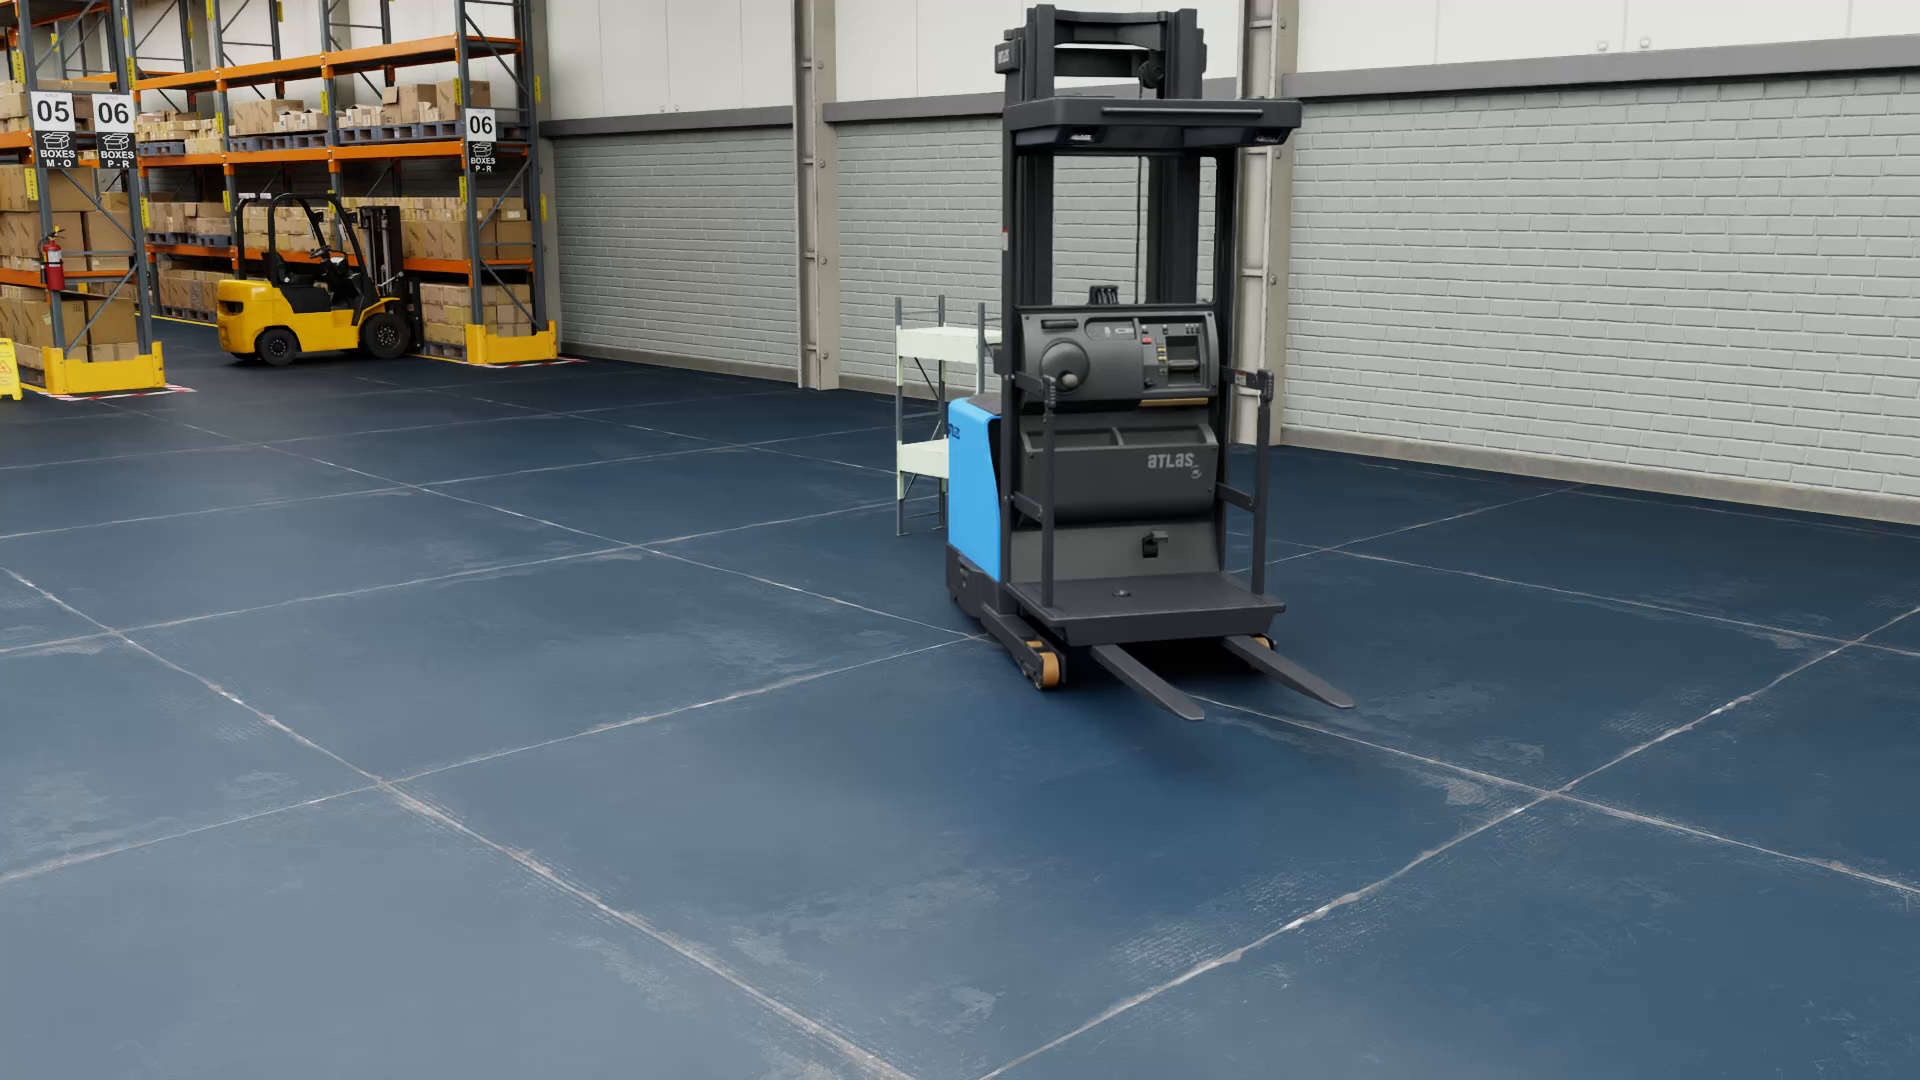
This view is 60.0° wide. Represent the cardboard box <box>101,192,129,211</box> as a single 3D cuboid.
[{"bbox_3d":[-15.794,-6.289,31.281,0.500,0.500,0.500,-10,16,-41],"label":"cardboard box"}]

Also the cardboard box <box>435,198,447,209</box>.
[{"bbox_3d":[-6.692,-4.439,21.929,0.380,0.149,0.250,-10,16,-41],"label":"cardboard box"}]

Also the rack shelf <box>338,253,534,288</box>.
[{"bbox_3d":[-7.280,-3.777,23.092,1.077,0.370,4.000,-11,16,-43],"label":"rack shelf"}]

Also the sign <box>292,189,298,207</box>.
[{"bbox_3d":[-11.025,-5.650,27.531,0.100,0.325,0.005,-11,16,-43],"label":"sign"}]

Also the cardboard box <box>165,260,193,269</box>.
[{"bbox_3d":[-13.917,-4.913,29.632,0.250,0.149,0.380,11,16,42],"label":"cardboard box"}]

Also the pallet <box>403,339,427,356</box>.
[{"bbox_3d":[-7.296,-2.755,23.262,1.003,0.211,1.213,-11,16,-43],"label":"pallet"}]

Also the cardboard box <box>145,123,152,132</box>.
[{"bbox_3d":[-13.917,-7.158,28.886,0.380,0.149,0.250,-11,16,-44],"label":"cardboard box"}]

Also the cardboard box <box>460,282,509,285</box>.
[{"bbox_3d":[-6.442,-3.355,22.557,0.500,0.250,0.500,-11,16,-42],"label":"cardboard box"}]

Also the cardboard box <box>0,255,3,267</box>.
[{"bbox_3d":[-11.192,-3.294,19.590,0.380,0.149,0.250,-11,16,-43],"label":"cardboard box"}]

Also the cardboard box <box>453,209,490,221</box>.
[{"bbox_3d":[-6.341,-4.215,21.584,0.380,0.149,0.250,-11,16,-42],"label":"cardboard box"}]

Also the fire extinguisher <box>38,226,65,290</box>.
[{"bbox_3d":[-9.741,-3.026,17.858,0.296,0.674,0.183,-11,16,-43],"label":"fire extinguisher"}]

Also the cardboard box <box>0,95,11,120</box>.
[{"bbox_3d":[-10.372,-4.799,18.472,0.500,0.250,0.500,-11,16,-43],"label":"cardboard box"}]

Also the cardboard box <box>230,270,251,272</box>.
[{"bbox_3d":[-12.490,-4.605,28.875,0.380,0.149,0.250,-11,16,-42],"label":"cardboard box"}]

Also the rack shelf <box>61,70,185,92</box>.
[{"bbox_3d":[-15.567,-8.465,30.988,1.077,0.370,4.000,-11,16,-43],"label":"rack shelf"}]

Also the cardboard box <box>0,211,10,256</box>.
[{"bbox_3d":[-10.746,-3.528,19.116,0.500,0.500,0.500,-11,16,-43],"label":"cardboard box"}]

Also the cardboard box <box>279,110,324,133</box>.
[{"bbox_3d":[-9.868,-6.285,24.982,0.500,0.311,0.500,11,16,43],"label":"cardboard box"}]

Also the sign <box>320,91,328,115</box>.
[{"bbox_3d":[-9.047,-6.220,23.676,0.100,0.325,0.005,-11,16,-43],"label":"sign"}]

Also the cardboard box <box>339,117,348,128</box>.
[{"bbox_3d":[-8.571,-5.914,23.584,0.380,0.149,0.250,-10,16,-41],"label":"cardboard box"}]

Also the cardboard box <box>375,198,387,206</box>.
[{"bbox_3d":[-7.925,-4.698,23.188,0.380,0.149,0.250,-11,16,-43],"label":"cardboard box"}]

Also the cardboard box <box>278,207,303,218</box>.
[{"bbox_3d":[-10.201,-5.017,25.473,0.250,0.149,0.380,11,16,44],"label":"cardboard box"}]

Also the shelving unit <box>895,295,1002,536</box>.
[{"bbox_3d":[0.005,-0.734,10.255,0.431,1.500,0.755,-11,16,-43],"label":"shelving unit"}]

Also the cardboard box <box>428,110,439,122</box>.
[{"bbox_3d":[-6.691,-5.517,21.655,0.250,0.149,0.380,11,16,44],"label":"cardboard box"}]

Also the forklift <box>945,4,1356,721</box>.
[{"bbox_3d":[0.788,-0.869,7.368,1.130,2.935,3.031,-3,12,-14],"label":"forklift"}]

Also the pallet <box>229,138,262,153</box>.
[{"bbox_3d":[-10.891,-6.295,26.566,1.213,0.211,1.003,-10,15,-40],"label":"pallet"}]

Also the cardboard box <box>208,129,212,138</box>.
[{"bbox_3d":[-12.171,-6.696,27.431,0.380,0.149,0.250,-10,16,-41],"label":"cardboard box"}]

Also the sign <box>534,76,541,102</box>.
[{"bbox_3d":[-5.494,-5.850,21.575,0.100,0.325,0.005,-11,16,-43],"label":"sign"}]

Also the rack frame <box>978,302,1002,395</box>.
[{"bbox_3d":[0.257,-0.680,9.996,0.400,1.500,0.023,-11,16,-43],"label":"rack frame"}]

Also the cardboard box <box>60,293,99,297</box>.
[{"bbox_3d":[-10.565,-2.681,19.906,0.500,0.500,0.500,-10,16,-41],"label":"cardboard box"}]

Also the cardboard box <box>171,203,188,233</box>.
[{"bbox_3d":[-13.114,-5.551,28.634,0.700,0.500,0.500,-11,16,-43],"label":"cardboard box"}]

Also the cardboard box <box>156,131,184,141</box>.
[{"bbox_3d":[-13.560,-6.942,28.571,0.380,0.149,0.250,-11,16,-43],"label":"cardboard box"}]

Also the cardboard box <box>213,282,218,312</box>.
[{"bbox_3d":[-12.209,-4.092,27.996,0.500,0.500,0.500,-11,16,-43],"label":"cardboard box"}]

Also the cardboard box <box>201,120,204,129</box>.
[{"bbox_3d":[-12.346,-6.878,27.576,0.380,0.149,0.250,-11,16,-43],"label":"cardboard box"}]

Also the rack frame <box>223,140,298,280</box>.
[{"bbox_3d":[-11.424,-5.005,27.270,1.000,3.000,0.127,-11,16,-43],"label":"rack frame"}]

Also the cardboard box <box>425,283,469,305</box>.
[{"bbox_3d":[-6.800,-3.283,22.210,0.500,0.250,0.500,-11,16,-42],"label":"cardboard box"}]

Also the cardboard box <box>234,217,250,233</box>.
[{"bbox_3d":[-11.312,-5.074,26.738,0.500,0.250,0.500,-11,16,-43],"label":"cardboard box"}]

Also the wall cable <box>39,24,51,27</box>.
[{"bbox_3d":[-19.920,-12.837,36.635,2.988,3.039,0.133,-11,16,-43],"label":"wall cable"}]

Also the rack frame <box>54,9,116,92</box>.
[{"bbox_3d":[-16.949,-9.111,32.332,1.000,3.000,0.127,-11,16,-43],"label":"rack frame"}]

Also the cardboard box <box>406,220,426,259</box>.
[{"bbox_3d":[-7.135,-4.073,22.501,0.500,0.500,0.500,-11,16,-44],"label":"cardboard box"}]

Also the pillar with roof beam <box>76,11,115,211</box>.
[{"bbox_3d":[-21.272,-9.030,31.940,9.100,9.000,0.548,-11,16,-43],"label":"pillar with roof beam"}]

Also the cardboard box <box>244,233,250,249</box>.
[{"bbox_3d":[-11.294,-4.833,26.806,0.500,0.250,0.500,-11,16,-42],"label":"cardboard box"}]

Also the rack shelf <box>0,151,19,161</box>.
[{"bbox_3d":[-13.630,-5.137,22.263,1.077,0.370,4.000,-11,16,-43],"label":"rack shelf"}]

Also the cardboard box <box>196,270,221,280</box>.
[{"bbox_3d":[-12.976,-4.581,28.760,0.380,0.149,0.250,-11,16,-42],"label":"cardboard box"}]

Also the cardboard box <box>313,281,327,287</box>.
[{"bbox_3d":[-9.560,-3.653,25.551,0.875,0.625,0.625,-11,16,-43],"label":"cardboard box"}]

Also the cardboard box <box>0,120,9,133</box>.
[{"bbox_3d":[-10.623,-4.656,18.764,0.380,0.149,0.250,-11,16,-43],"label":"cardboard box"}]

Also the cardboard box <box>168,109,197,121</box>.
[{"bbox_3d":[-13.719,-7.469,29.367,0.396,0.266,0.258,-11,16,-43],"label":"cardboard box"}]

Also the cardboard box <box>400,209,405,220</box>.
[{"bbox_3d":[-7.578,-4.476,22.849,0.380,0.149,0.250,-11,16,-44],"label":"cardboard box"}]

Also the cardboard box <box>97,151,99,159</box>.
[{"bbox_3d":[-15.908,-7.202,31.125,0.380,0.149,0.250,-11,16,-42],"label":"cardboard box"}]

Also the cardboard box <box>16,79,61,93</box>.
[{"bbox_3d":[-9.934,-4.890,17.925,0.380,0.149,0.250,-11,16,-42],"label":"cardboard box"}]

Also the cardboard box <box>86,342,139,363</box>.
[{"bbox_3d":[-9.844,-2.160,19.237,0.500,0.250,0.500,-11,16,-43],"label":"cardboard box"}]
